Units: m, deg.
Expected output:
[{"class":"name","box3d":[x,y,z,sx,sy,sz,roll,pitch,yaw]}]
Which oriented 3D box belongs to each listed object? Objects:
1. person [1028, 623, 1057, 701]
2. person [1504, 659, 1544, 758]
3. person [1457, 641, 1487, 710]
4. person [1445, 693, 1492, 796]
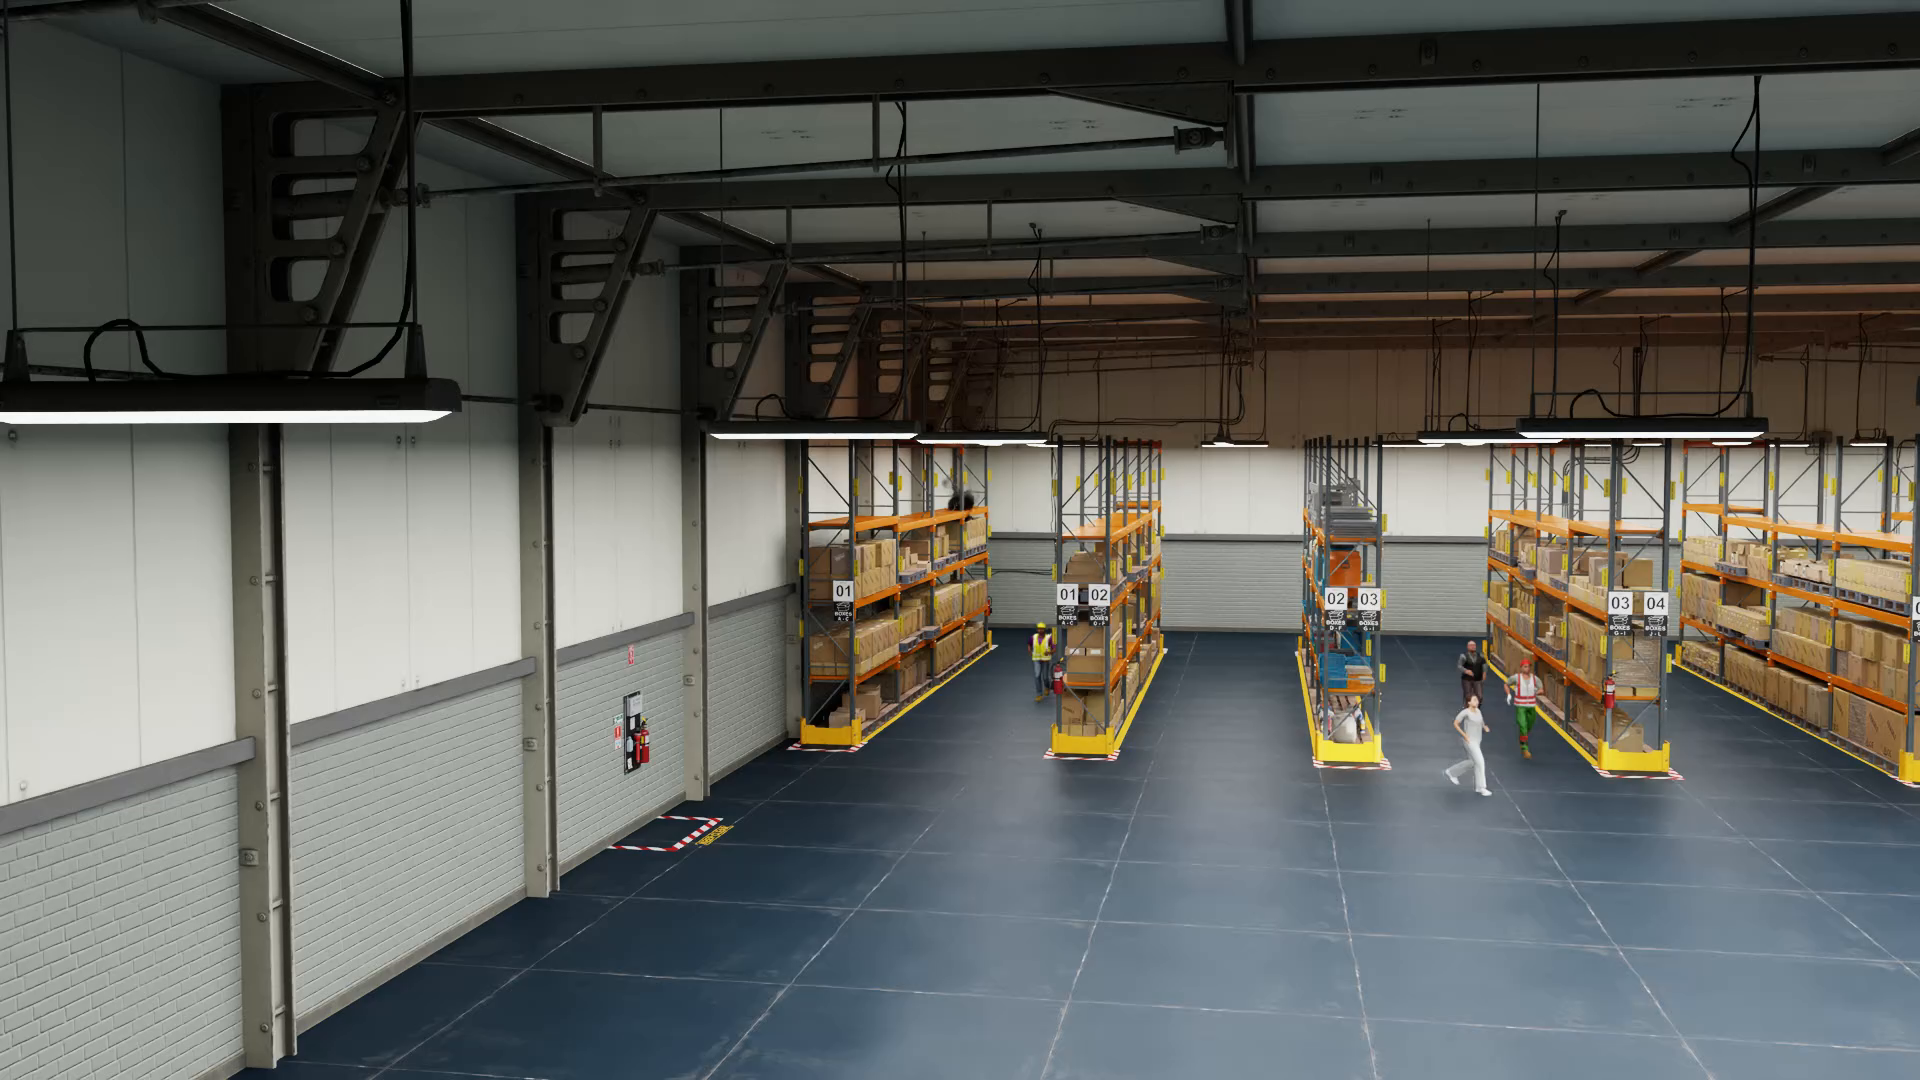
[{"class":"person","box3d":[1.871,2.775,38.158,0.701,1.767,0.827,1,3,12]},{"class":"person","box3d":[10.568,3.113,31.089,0.659,1.781,0.991,0,3,0]},{"class":"person","box3d":[10.809,2.978,35.014,0.679,1.702,0.648,0,3,3]},{"class":"person","box3d":[8.535,3.391,27.822,0.560,1.668,0.863,-3,4,-41]}]
